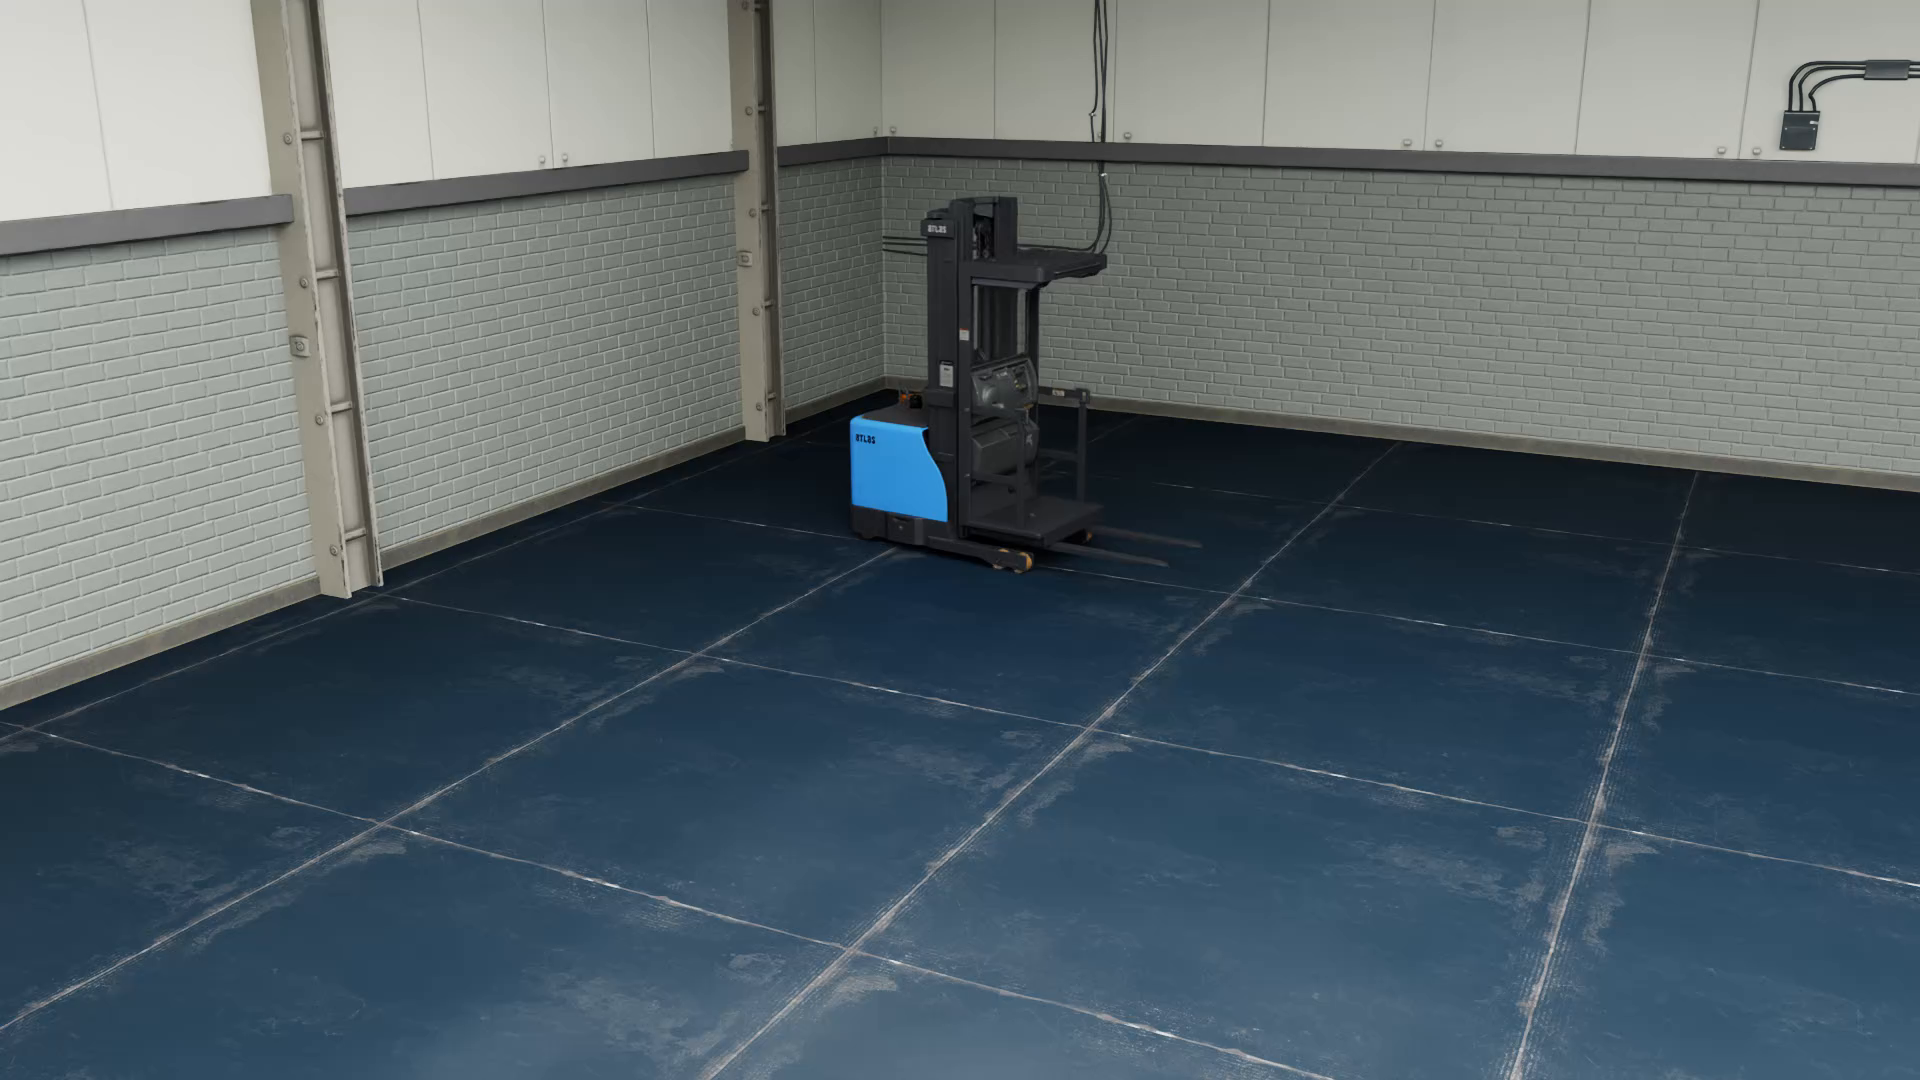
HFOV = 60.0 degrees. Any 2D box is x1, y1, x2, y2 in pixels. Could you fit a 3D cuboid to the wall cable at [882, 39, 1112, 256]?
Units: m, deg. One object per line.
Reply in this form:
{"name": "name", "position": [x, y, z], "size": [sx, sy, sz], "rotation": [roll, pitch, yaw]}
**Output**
{"name": "wall cable", "position": [0.343, -4.547, 19.484], "size": [3.097, 2.526, 0.112], "rotation": [8, 18, 25]}

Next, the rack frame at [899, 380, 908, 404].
{"name": "rack frame", "position": [-0.515, -0.864, 15.326], "size": [0.015, 1.200, 0.240], "rotation": [-6, 18, -19]}

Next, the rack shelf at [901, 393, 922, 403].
{"name": "rack shelf", "position": [-0.286, -1.265, 15.293], "size": [0.480, 0.148, 0.258], "rotation": [-6, 18, -19]}

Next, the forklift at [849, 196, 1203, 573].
{"name": "forklift", "position": [0.545, -1.307, 13.776], "size": [3.031, 2.935, 1.130], "rotation": [11, 20, 32]}

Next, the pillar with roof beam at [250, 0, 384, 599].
{"name": "pillar with roof beam", "position": [-0.986, -3.378, 10.092], "size": [9.100, 9.000, 0.400], "rotation": [8, 18, 25]}

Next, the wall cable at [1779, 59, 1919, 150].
{"name": "wall cable", "position": [8.829, -6.454, 14.477], "size": [2.305, 6.003, 0.169], "rotation": [8, 18, 25]}

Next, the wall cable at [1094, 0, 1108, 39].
{"name": "wall cable", "position": [2.763, -6.624, 17.606], "size": [3.097, 2.526, 0.112], "rotation": [8, 18, 25]}

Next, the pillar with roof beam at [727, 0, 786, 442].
{"name": "pillar with roof beam", "position": [1.695, -4.906, 15.237], "size": [9.100, 9.000, 0.400], "rotation": [8, 18, 25]}

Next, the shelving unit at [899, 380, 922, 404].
{"name": "shelving unit", "position": [-0.285, -0.889, 15.406], "size": [0.503, 1.200, 0.258], "rotation": [-6, 18, -19]}
